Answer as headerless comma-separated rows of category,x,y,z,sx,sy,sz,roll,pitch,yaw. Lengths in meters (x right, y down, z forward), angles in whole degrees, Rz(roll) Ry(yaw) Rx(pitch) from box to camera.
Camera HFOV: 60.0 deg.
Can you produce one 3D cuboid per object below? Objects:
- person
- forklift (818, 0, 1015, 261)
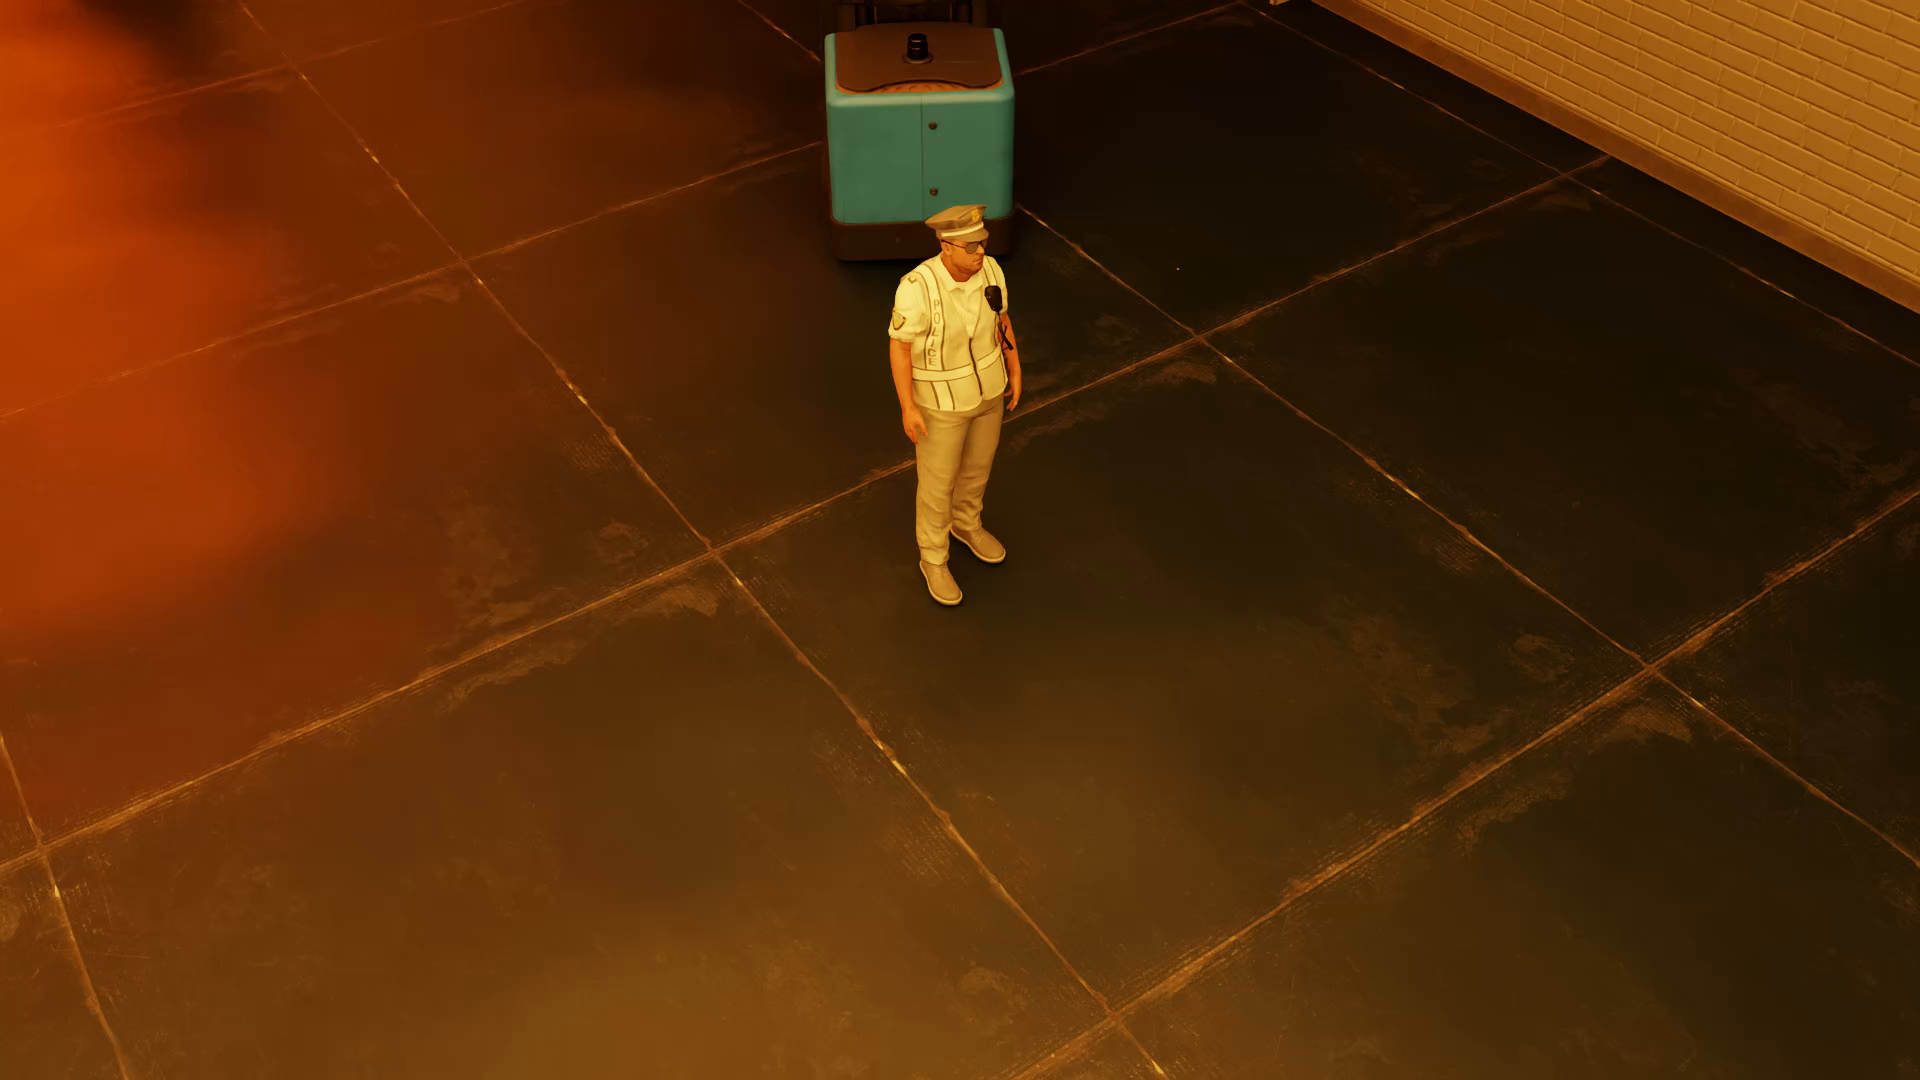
person,0.034,-0.613,7.218,0.640,1.781,0.575,-25,48,-25
forklift,-0.309,-3.662,9.689,1.130,2.935,3.031,-3,43,-3
